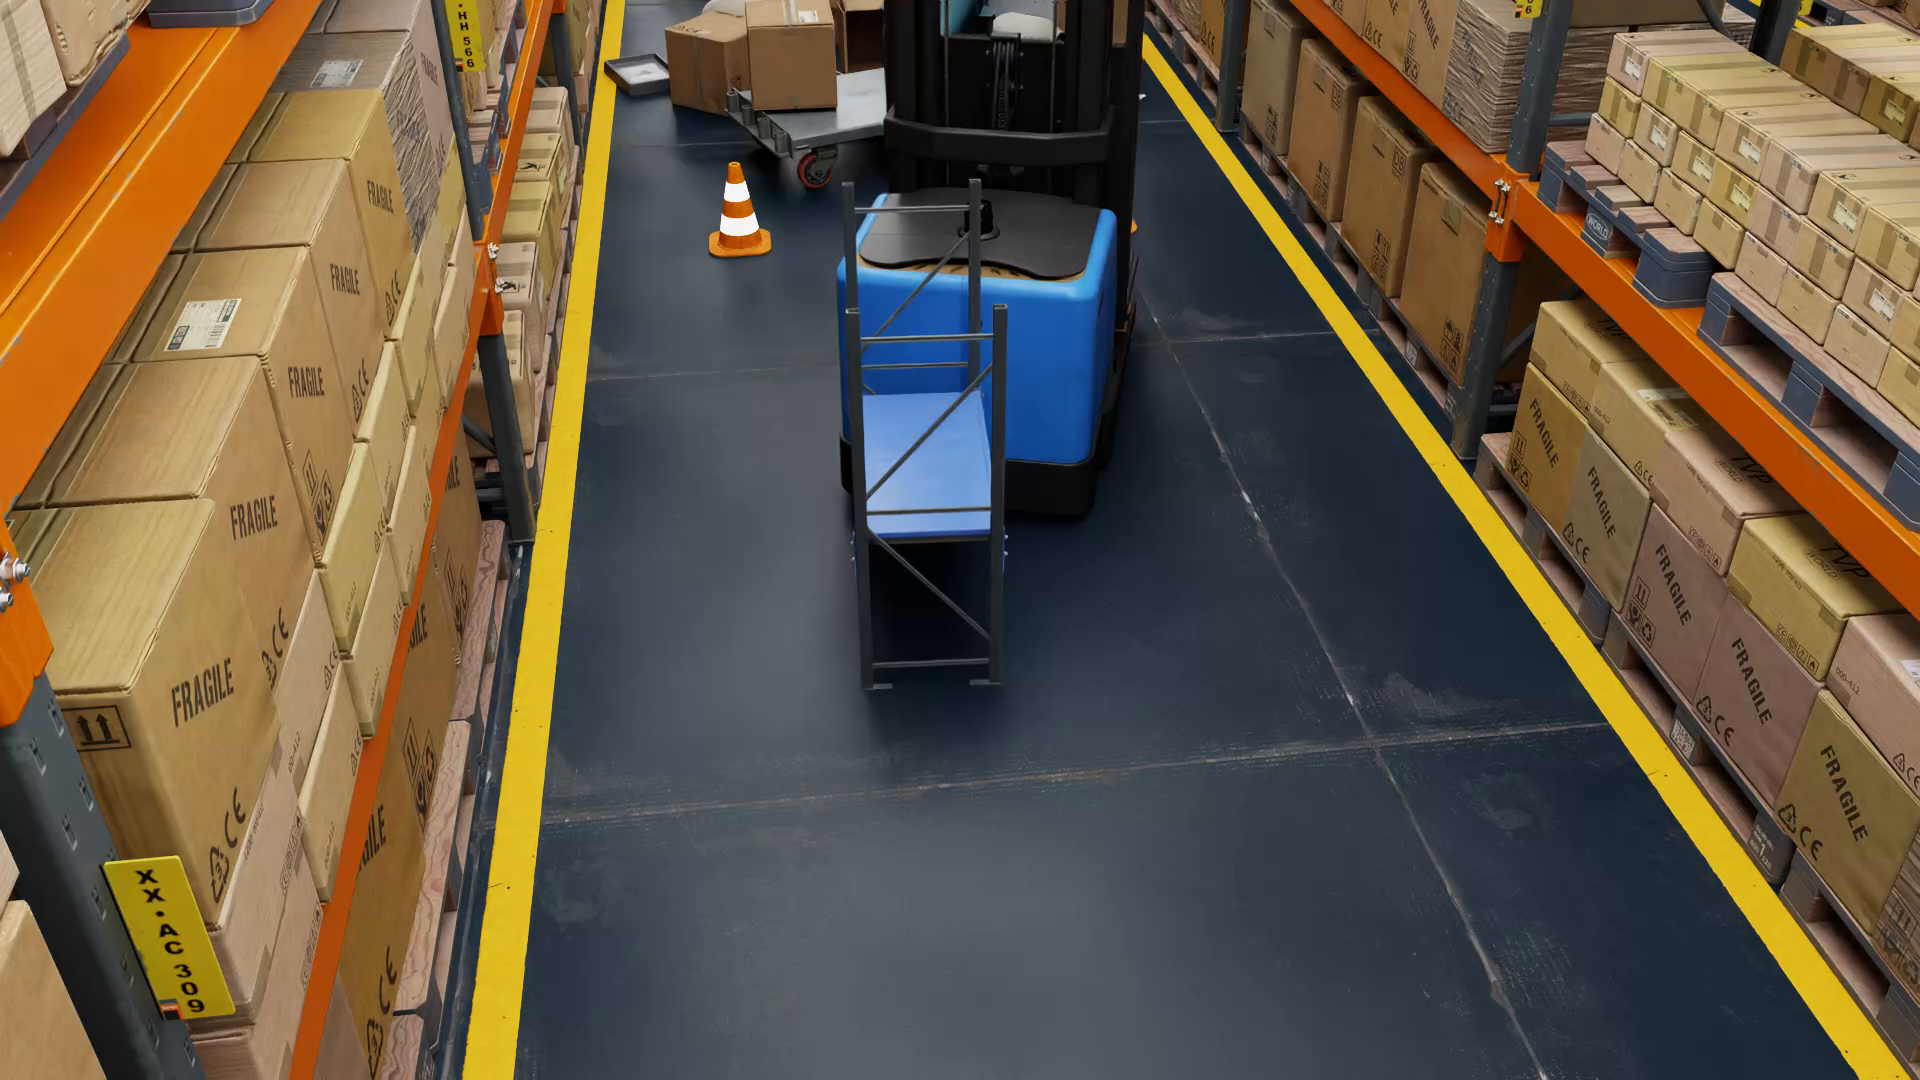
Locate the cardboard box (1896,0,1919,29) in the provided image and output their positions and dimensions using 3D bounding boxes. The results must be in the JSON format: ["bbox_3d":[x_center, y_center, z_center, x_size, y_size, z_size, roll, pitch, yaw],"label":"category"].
[{"bbox_3d":[6.959,-3.889,11.640,0.500,0.500,0.500,6,35,9],"label":"cardboard box"}]

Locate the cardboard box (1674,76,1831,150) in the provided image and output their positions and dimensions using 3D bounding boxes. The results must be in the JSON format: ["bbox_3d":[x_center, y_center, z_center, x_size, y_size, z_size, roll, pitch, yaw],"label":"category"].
[{"bbox_3d":[2.605,-1.408,5.474,0.380,0.149,0.250,-5,35,-7],"label":"cardboard box"}]

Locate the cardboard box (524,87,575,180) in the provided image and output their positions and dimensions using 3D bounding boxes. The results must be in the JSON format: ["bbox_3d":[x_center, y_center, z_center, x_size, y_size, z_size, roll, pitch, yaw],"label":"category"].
[{"bbox_3d":[-2.689,-2.248,9.345,0.950,0.372,0.625,-4,34,-6],"label":"cardboard box"}]

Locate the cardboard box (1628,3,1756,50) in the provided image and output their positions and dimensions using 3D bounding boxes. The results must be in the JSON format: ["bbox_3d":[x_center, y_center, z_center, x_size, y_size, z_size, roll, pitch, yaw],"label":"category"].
[{"bbox_3d":[2.874,-1.964,6.879,0.500,0.500,0.500,-4,34,-6],"label":"cardboard box"}]

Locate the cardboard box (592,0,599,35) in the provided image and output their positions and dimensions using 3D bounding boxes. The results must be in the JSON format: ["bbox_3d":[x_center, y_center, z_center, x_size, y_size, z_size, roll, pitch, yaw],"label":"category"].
[{"bbox_3d":[-2.787,-3.710,11.599,0.500,0.250,0.500,-6,35,-8],"label":"cardboard box"}]

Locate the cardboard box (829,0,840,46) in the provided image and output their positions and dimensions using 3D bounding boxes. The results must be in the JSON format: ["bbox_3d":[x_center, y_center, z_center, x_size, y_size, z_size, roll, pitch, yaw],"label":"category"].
[{"bbox_3d":[-0.555,-3.864,11.974,0.637,0.503,0.797,27,43,34],"label":"cardboard box"}]

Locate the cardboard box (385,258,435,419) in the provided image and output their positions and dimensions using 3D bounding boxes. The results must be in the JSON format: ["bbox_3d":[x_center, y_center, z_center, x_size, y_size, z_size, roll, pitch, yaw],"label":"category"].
[{"bbox_3d":[-1.746,-0.544,4.574,0.500,0.250,0.500,-5,35,-8],"label":"cardboard box"}]

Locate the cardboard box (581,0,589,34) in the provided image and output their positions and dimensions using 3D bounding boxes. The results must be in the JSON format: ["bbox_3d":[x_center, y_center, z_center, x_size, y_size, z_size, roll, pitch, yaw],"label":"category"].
[{"bbox_3d":[-2.658,-3.447,10.547,0.500,0.500,0.500,-3,34,-4],"label":"cardboard box"}]

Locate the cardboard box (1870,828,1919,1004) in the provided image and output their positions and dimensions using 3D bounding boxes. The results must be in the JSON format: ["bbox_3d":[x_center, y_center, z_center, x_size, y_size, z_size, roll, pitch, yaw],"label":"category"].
[{"bbox_3d":[2.856,1.046,4.398,0.500,0.500,0.500,-5,35,-7],"label":"cardboard box"}]

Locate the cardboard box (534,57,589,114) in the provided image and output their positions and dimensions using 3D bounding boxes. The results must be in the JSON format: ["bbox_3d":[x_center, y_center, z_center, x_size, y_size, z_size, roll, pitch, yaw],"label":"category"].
[{"bbox_3d":[-2.574,-2.839,10.322,0.500,0.250,0.500,-6,35,-9],"label":"cardboard box"}]

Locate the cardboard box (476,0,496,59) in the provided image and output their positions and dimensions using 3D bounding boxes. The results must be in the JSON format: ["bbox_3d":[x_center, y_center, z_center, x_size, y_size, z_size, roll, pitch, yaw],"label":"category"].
[{"bbox_3d":[-2.132,-2.117,6.467,0.500,0.500,0.500,-3,34,-4],"label":"cardboard box"}]

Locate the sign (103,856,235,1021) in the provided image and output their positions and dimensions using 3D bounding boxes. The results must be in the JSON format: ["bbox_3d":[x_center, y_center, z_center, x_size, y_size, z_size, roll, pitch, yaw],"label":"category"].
[{"bbox_3d":[-1.136,0.579,2.398,0.100,0.325,0.005,-4,35,-6],"label":"sign"}]

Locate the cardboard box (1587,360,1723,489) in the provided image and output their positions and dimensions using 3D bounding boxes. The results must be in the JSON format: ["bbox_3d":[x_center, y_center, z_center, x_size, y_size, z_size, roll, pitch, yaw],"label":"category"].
[{"bbox_3d":[2.588,-0.416,5.878,0.500,0.250,0.500,-5,35,-7],"label":"cardboard box"}]

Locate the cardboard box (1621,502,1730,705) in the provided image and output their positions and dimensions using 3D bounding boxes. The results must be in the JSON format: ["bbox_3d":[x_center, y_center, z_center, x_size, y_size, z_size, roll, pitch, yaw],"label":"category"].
[{"bbox_3d":[2.654,0.188,5.657,0.500,0.500,0.500,-5,35,-8],"label":"cardboard box"}]

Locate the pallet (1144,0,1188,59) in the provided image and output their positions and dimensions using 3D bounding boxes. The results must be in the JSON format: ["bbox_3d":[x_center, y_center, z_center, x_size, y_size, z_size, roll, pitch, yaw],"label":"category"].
[{"bbox_3d":[1.937,-3.844,12.203,1.003,0.211,1.213,-4,35,-6],"label":"pallet"}]

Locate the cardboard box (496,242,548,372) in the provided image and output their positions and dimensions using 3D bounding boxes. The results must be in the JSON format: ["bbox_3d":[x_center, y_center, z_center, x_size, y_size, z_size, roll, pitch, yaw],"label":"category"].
[{"bbox_3d":[-2.397,-1.035,7.566,0.950,0.372,0.625,-5,35,-7],"label":"cardboard box"}]

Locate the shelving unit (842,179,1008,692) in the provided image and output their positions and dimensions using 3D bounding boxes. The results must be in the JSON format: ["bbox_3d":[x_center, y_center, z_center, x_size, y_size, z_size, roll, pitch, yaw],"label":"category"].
[{"bbox_3d":[-0.138,-0.381,5.977,0.538,1.500,1.048,-2,34,-3],"label":"shelving unit"}]

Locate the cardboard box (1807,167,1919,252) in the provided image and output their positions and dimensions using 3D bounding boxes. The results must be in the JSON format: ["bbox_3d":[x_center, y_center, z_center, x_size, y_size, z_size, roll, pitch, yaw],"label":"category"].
[{"bbox_3d":[2.716,-0.961,4.819,0.380,0.149,0.250,-3,34,-5],"label":"cardboard box"}]

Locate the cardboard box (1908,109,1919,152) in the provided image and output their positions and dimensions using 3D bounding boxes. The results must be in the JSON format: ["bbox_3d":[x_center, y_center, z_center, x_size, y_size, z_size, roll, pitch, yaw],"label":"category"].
[{"bbox_3d":[3.294,-1.293,5.306,0.380,0.149,0.250,-3,34,-5],"label":"cardboard box"}]

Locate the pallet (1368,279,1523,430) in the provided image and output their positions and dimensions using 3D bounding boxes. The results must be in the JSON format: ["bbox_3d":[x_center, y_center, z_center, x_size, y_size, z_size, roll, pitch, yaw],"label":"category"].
[{"bbox_3d":[2.636,-0.945,7.949,1.003,0.211,1.213,-4,35,-6],"label":"pallet"}]

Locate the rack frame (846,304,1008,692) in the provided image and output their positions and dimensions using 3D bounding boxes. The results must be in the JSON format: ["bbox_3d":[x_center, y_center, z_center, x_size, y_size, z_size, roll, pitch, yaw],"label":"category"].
[{"bbox_3d":[-0.103,-0.095,5.558,0.500,1.500,0.032,-2,34,-3],"label":"rack frame"}]

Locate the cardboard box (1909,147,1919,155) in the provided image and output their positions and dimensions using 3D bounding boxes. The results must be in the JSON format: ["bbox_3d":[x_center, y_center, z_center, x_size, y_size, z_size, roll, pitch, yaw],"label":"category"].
[{"bbox_3d":[3.294,-1.168,5.386,0.380,0.149,0.250,-4,35,-6],"label":"cardboard box"}]

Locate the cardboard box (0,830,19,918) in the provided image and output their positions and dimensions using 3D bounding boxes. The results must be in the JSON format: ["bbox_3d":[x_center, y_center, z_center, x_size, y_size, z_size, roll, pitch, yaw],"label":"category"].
[{"bbox_3d":[-1.329,0.437,1.892,0.380,0.149,0.250,-5,35,-7],"label":"cardboard box"}]

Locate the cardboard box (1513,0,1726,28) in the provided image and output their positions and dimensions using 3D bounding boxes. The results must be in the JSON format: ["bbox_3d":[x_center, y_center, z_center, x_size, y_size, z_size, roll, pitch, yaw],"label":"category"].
[{"bbox_3d":[2.617,-2.357,6.569,0.700,0.500,0.500,-5,35,-7],"label":"cardboard box"}]

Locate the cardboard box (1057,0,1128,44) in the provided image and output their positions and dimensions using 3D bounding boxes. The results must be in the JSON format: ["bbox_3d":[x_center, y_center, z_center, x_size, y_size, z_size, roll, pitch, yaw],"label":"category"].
[{"bbox_3d":[0.904,-3.640,11.646,0.500,0.500,0.500,1,34,2],"label":"cardboard box"}]

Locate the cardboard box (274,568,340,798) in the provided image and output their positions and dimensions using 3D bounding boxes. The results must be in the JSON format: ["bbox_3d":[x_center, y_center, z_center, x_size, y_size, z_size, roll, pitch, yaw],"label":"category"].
[{"bbox_3d":[-1.564,0.312,3.318,0.500,0.250,0.500,-4,34,-6],"label":"cardboard box"}]

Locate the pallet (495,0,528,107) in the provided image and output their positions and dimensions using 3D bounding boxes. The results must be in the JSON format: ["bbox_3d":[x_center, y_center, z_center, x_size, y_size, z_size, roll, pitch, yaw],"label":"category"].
[{"bbox_3d":[-2.531,-2.243,7.547,1.003,0.211,1.213,-4,35,-6],"label":"pallet"}]

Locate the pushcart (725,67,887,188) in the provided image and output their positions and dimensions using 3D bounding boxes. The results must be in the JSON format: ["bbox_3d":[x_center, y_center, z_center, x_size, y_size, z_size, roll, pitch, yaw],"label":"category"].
[{"bbox_3d":[-0.510,-2.569,10.185,1.648,0.377,0.936,-16,38,-23],"label":"pushcart"}]

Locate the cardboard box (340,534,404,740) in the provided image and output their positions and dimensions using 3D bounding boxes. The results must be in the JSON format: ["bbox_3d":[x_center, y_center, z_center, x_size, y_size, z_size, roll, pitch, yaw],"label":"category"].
[{"bbox_3d":[-1.608,0.233,3.878,0.500,0.250,0.500,-5,35,-7],"label":"cardboard box"}]

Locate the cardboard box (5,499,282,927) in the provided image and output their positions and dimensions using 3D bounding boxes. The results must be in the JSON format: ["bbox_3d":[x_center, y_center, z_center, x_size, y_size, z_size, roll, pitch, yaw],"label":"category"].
[{"bbox_3d":[-1.460,0.290,2.684,0.500,0.500,0.500,-4,34,-6],"label":"cardboard box"}]

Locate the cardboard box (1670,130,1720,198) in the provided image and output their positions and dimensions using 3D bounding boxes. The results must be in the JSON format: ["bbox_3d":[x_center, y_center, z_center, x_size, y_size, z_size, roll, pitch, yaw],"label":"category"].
[{"bbox_3d":[2.611,-1.259,5.520,0.380,0.149,0.250,-5,35,-8],"label":"cardboard box"}]

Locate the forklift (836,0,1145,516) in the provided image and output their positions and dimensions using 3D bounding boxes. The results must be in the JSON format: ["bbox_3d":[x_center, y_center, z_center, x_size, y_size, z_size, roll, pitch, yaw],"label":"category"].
[{"bbox_3d":[0.267,-2.131,7.275,1.130,2.935,3.031,6,35,8],"label":"forklift"}]

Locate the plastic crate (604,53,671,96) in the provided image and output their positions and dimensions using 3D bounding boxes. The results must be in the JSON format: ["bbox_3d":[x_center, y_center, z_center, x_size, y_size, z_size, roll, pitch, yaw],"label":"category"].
[{"bbox_3d":[-2.161,-3.184,11.351,0.402,0.080,0.583,-16,38,-23],"label":"plastic crate"}]

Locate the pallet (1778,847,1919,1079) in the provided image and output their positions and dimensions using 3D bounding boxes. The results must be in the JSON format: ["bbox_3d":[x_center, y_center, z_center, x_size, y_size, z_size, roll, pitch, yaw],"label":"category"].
[{"bbox_3d":[3.099,1.299,4.657,1.003,0.211,1.213,-4,35,-6],"label":"pallet"}]

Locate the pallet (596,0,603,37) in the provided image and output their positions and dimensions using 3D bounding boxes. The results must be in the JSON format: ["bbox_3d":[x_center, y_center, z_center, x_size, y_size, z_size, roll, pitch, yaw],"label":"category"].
[{"bbox_3d":[-3.216,-4.034,12.482,1.003,0.211,1.213,-4,35,-6],"label":"pallet"}]

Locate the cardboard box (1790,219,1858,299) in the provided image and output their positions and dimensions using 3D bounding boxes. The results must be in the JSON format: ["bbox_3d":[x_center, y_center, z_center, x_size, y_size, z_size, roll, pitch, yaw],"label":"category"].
[{"bbox_3d":[2.708,-0.841,4.906,0.380,0.149,0.250,-5,35,-7],"label":"cardboard box"}]

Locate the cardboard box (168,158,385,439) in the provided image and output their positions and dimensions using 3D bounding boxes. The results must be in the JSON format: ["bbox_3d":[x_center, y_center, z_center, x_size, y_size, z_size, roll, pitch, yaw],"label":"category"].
[{"bbox_3d":[-1.697,-0.560,3.931,0.500,0.500,0.500,-5,35,-7],"label":"cardboard box"}]

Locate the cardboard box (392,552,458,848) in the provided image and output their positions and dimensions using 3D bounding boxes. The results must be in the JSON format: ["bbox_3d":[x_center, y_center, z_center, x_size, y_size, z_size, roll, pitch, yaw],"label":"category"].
[{"bbox_3d":[-2.098,0.374,5.051,0.875,0.875,0.875,-4,34,-6],"label":"cardboard box"}]

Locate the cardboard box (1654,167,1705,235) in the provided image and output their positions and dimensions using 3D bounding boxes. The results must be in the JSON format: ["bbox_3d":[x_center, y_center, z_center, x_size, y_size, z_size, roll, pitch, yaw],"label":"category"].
[{"bbox_3d":[2.600,-1.156,5.633,0.380,0.149,0.250,-3,34,-4],"label":"cardboard box"}]

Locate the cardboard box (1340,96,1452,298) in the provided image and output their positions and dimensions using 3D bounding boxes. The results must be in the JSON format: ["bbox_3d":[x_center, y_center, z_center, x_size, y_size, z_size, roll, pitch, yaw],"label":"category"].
[{"bbox_3d":[2.554,-1.730,8.249,1.050,0.750,0.750,-4,34,-6],"label":"cardboard box"}]

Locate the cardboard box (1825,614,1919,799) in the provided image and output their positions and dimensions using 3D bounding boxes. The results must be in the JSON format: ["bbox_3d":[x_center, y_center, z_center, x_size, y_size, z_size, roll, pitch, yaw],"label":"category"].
[{"bbox_3d":[2.799,0.446,4.613,0.500,0.250,0.500,-3,34,-4],"label":"cardboard box"}]

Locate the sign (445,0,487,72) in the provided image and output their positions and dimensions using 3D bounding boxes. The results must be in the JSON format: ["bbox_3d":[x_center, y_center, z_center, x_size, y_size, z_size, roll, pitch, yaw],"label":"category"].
[{"bbox_3d":[-1.675,-1.743,5.615,0.100,0.325,0.005,-4,35,-6],"label":"sign"}]

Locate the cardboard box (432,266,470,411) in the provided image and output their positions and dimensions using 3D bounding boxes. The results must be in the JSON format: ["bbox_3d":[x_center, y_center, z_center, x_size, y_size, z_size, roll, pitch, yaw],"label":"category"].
[{"bbox_3d":[-1.815,-0.612,5.117,0.500,0.250,0.500,-4,34,-6],"label":"cardboard box"}]

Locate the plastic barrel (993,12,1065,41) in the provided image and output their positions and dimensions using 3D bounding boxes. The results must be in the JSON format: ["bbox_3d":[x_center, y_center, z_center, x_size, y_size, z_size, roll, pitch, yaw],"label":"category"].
[{"bbox_3d":[0.457,-3.336,11.269,0.512,0.421,0.421,20,39,26],"label":"plastic barrel"}]

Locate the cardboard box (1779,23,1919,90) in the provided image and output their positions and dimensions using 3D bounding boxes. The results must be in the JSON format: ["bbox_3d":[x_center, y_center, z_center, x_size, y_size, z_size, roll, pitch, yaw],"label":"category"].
[{"bbox_3d":[3.188,-1.728,5.944,0.380,0.149,0.250,-6,35,-8],"label":"cardboard box"}]

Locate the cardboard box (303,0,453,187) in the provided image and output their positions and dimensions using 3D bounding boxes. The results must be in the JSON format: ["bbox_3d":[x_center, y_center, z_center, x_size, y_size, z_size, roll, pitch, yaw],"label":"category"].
[{"bbox_3d":[-1.895,-1.406,5.173,0.500,0.500,0.500,-5,35,-8],"label":"cardboard box"}]

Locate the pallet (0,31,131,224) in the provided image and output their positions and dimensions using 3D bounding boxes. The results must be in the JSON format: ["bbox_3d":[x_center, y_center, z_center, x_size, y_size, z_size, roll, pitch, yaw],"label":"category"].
[{"bbox_3d":[-1.858,-0.656,2.556,0.805,0.209,1.217,-6,35,-8],"label":"pallet"}]

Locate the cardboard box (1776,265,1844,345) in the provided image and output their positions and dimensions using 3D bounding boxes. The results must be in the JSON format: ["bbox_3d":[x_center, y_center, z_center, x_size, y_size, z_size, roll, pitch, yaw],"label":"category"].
[{"bbox_3d":[2.708,-0.717,4.988,0.380,0.149,0.250,-4,34,-6],"label":"cardboard box"}]

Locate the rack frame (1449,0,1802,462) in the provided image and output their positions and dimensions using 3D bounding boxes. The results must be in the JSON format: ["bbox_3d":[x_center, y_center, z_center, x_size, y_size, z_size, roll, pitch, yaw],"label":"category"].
[{"bbox_3d":[2.667,-1.652,6.510,1.000,3.000,0.127,-4,35,-6],"label":"rack frame"}]

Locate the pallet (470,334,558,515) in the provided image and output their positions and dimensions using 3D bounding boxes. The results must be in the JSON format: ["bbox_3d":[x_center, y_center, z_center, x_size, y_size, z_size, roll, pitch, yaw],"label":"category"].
[{"bbox_3d":[-2.328,-0.504,7.302,1.003,0.211,1.213,-4,35,-6],"label":"pallet"}]

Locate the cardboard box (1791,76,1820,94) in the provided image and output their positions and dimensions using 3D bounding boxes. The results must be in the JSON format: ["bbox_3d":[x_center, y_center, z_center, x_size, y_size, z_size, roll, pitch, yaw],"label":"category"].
[{"bbox_3d":[3.185,-1.603,6.025,0.380,0.149,0.250,-4,34,-5],"label":"cardboard box"}]

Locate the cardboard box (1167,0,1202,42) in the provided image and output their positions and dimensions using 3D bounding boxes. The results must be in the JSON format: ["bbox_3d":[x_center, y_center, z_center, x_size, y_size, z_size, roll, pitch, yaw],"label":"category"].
[{"bbox_3d":[1.989,-4.038,11.526,0.875,0.875,0.875,-4,34,-6],"label":"cardboard box"}]

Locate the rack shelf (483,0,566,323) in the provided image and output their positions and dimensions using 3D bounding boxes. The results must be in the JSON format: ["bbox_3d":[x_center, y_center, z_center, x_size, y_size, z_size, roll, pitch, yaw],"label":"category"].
[{"bbox_3d":[-2.493,-2.039,7.717,1.077,0.370,4.000,-4,35,-6],"label":"rack shelf"}]

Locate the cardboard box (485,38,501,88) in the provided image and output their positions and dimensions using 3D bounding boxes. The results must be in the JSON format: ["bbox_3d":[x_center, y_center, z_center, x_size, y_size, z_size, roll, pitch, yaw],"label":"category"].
[{"bbox_3d":[-2.096,-1.957,6.808,0.380,0.149,0.250,-4,34,-6],"label":"cardboard box"}]

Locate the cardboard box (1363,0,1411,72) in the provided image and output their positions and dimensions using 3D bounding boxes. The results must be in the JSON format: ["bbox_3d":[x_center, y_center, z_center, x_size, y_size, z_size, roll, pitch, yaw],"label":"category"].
[{"bbox_3d":[2.208,-2.481,7.639,0.500,0.500,0.500,-5,35,-7],"label":"cardboard box"}]

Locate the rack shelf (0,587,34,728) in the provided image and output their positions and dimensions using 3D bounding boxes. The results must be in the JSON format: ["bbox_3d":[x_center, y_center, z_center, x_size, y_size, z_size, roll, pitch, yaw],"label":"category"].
[{"bbox_3d":[-1.417,1.186,0.322,1.077,0.370,4.000,-4,35,-6],"label":"rack shelf"}]

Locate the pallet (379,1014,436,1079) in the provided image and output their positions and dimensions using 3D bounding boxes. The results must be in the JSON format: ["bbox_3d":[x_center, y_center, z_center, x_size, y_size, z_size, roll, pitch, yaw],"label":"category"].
[{"bbox_3d":[-1.865,1.739,4.010,1.003,0.211,1.213,-4,35,-6],"label":"pallet"}]
